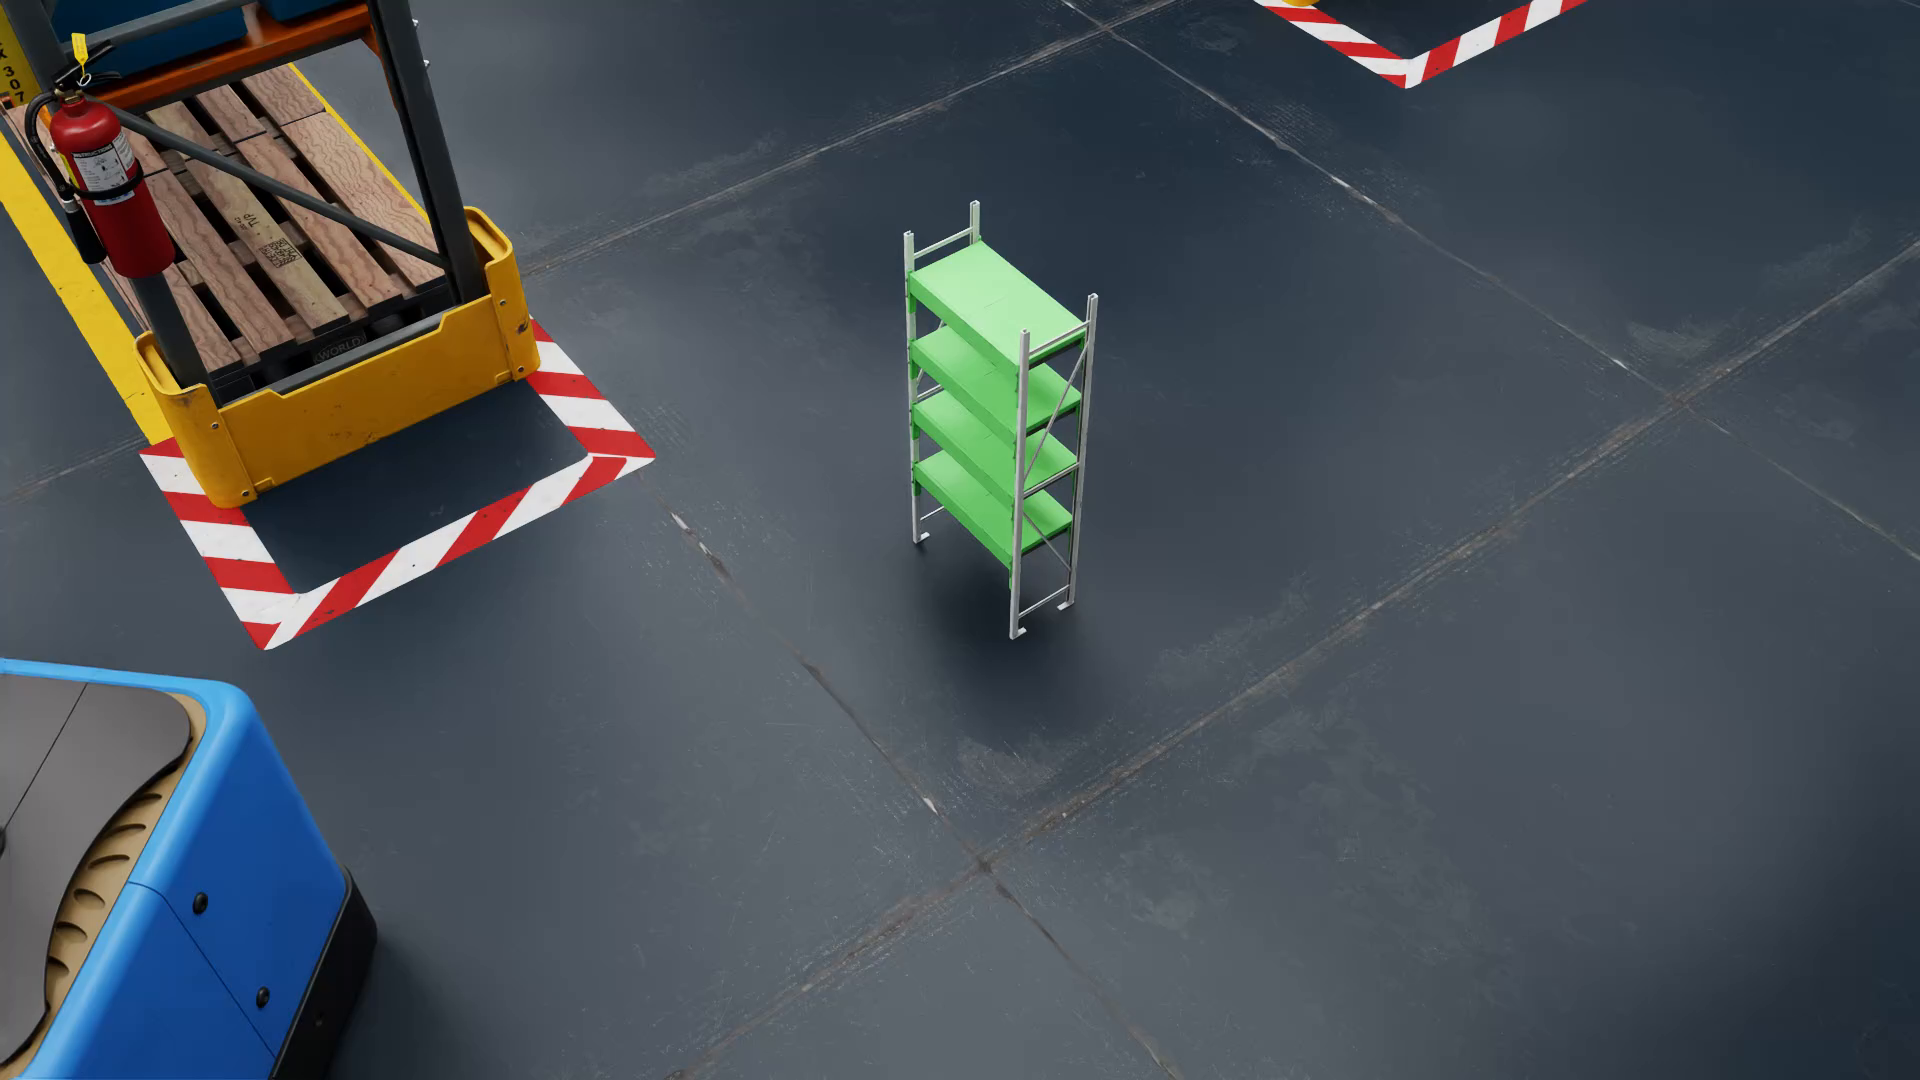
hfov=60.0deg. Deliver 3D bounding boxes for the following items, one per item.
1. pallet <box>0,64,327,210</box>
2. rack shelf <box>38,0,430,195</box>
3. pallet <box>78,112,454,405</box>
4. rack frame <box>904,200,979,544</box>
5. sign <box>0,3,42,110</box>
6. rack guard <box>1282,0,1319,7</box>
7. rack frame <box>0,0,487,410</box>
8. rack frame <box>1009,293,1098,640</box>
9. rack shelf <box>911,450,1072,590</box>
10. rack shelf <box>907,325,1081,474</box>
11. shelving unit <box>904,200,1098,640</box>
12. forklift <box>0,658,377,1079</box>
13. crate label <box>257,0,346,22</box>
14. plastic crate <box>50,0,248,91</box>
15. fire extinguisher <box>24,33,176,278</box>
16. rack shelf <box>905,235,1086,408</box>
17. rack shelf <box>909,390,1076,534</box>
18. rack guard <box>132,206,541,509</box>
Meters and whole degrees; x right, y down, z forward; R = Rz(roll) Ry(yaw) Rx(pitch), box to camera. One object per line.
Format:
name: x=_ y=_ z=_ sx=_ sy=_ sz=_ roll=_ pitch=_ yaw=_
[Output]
pallet: x=-3.235 y=-1.745 z=6.689 sx=1.003 sy=0.211 sz=1.213 roll=-29 pitch=54 yaw=-24
rack shelf: x=-3.243 y=-2.396 z=5.883 sx=1.077 sy=0.370 sz=4.000 roll=-29 pitch=54 yaw=-24
pallet: x=-2.500 y=-1.026 z=6.037 sx=1.003 sy=0.211 sz=1.213 roll=-29 pitch=54 yaw=-24
rack frame: x=-0.048 y=-0.449 z=4.847 sx=0.240 sy=1.200 sz=0.015 roll=-29 pitch=54 yaw=-24
sign: x=-2.460 y=-1.257 z=4.255 sx=0.100 sy=0.325 sz=0.005 roll=-29 pitch=54 yaw=-24
rack guard: x=1.867 y=-2.884 z=7.527 sx=1.175 sy=0.500 sz=0.348 roll=-29 pitch=54 yaw=-24
rack frame: x=-2.032 y=-1.459 z=4.548 sx=1.000 sy=3.000 sz=0.127 roll=-29 pitch=54 yaw=-24
rack frame: x=0.248 y=-0.162 z=4.587 sx=0.240 sy=1.200 sz=0.015 roll=-29 pitch=54 yaw=-24
rack shelf: x=0.100 y=-0.101 z=4.942 sx=0.258 sy=0.148 sz=0.480 roll=-29 pitch=54 yaw=-24
rack shelf: x=0.100 y=-0.424 z=4.587 sx=0.258 sy=0.148 sz=0.480 roll=-29 pitch=54 yaw=-24
shelving unit: x=0.100 y=-0.305 z=4.717 sx=0.258 sy=1.200 sz=0.503 roll=-29 pitch=54 yaw=-24
forklift: x=-3.039 y=0.263 z=3.033 sx=3.031 sy=2.935 sz=1.130 roll=5 pitch=48 yaw=5
crate label: x=-1.919 y=-1.716 z=4.853 sx=0.416 sy=0.233 sz=0.303 roll=-29 pitch=54 yaw=-24
plastic crate: x=-2.383 y=-1.604 z=4.615 sx=0.616 sy=0.435 sz=0.499 roll=-29 pitch=54 yaw=-24
fire extinguisher: x=-2.302 y=-1.015 z=4.449 sx=0.296 sy=0.674 sz=0.183 roll=-29 pitch=54 yaw=-24
rack shelf: x=0.100 y=-0.585 z=4.409 sx=0.258 sy=0.148 sz=0.480 roll=-29 pitch=54 yaw=-24
rack shelf: x=0.100 y=-0.262 z=4.764 sx=0.258 sy=0.148 sz=0.480 roll=-29 pitch=54 yaw=-24
rack guard: x=-2.007 y=-0.611 z=5.466 sx=1.175 sy=0.500 sz=0.348 roll=-29 pitch=54 yaw=-24
